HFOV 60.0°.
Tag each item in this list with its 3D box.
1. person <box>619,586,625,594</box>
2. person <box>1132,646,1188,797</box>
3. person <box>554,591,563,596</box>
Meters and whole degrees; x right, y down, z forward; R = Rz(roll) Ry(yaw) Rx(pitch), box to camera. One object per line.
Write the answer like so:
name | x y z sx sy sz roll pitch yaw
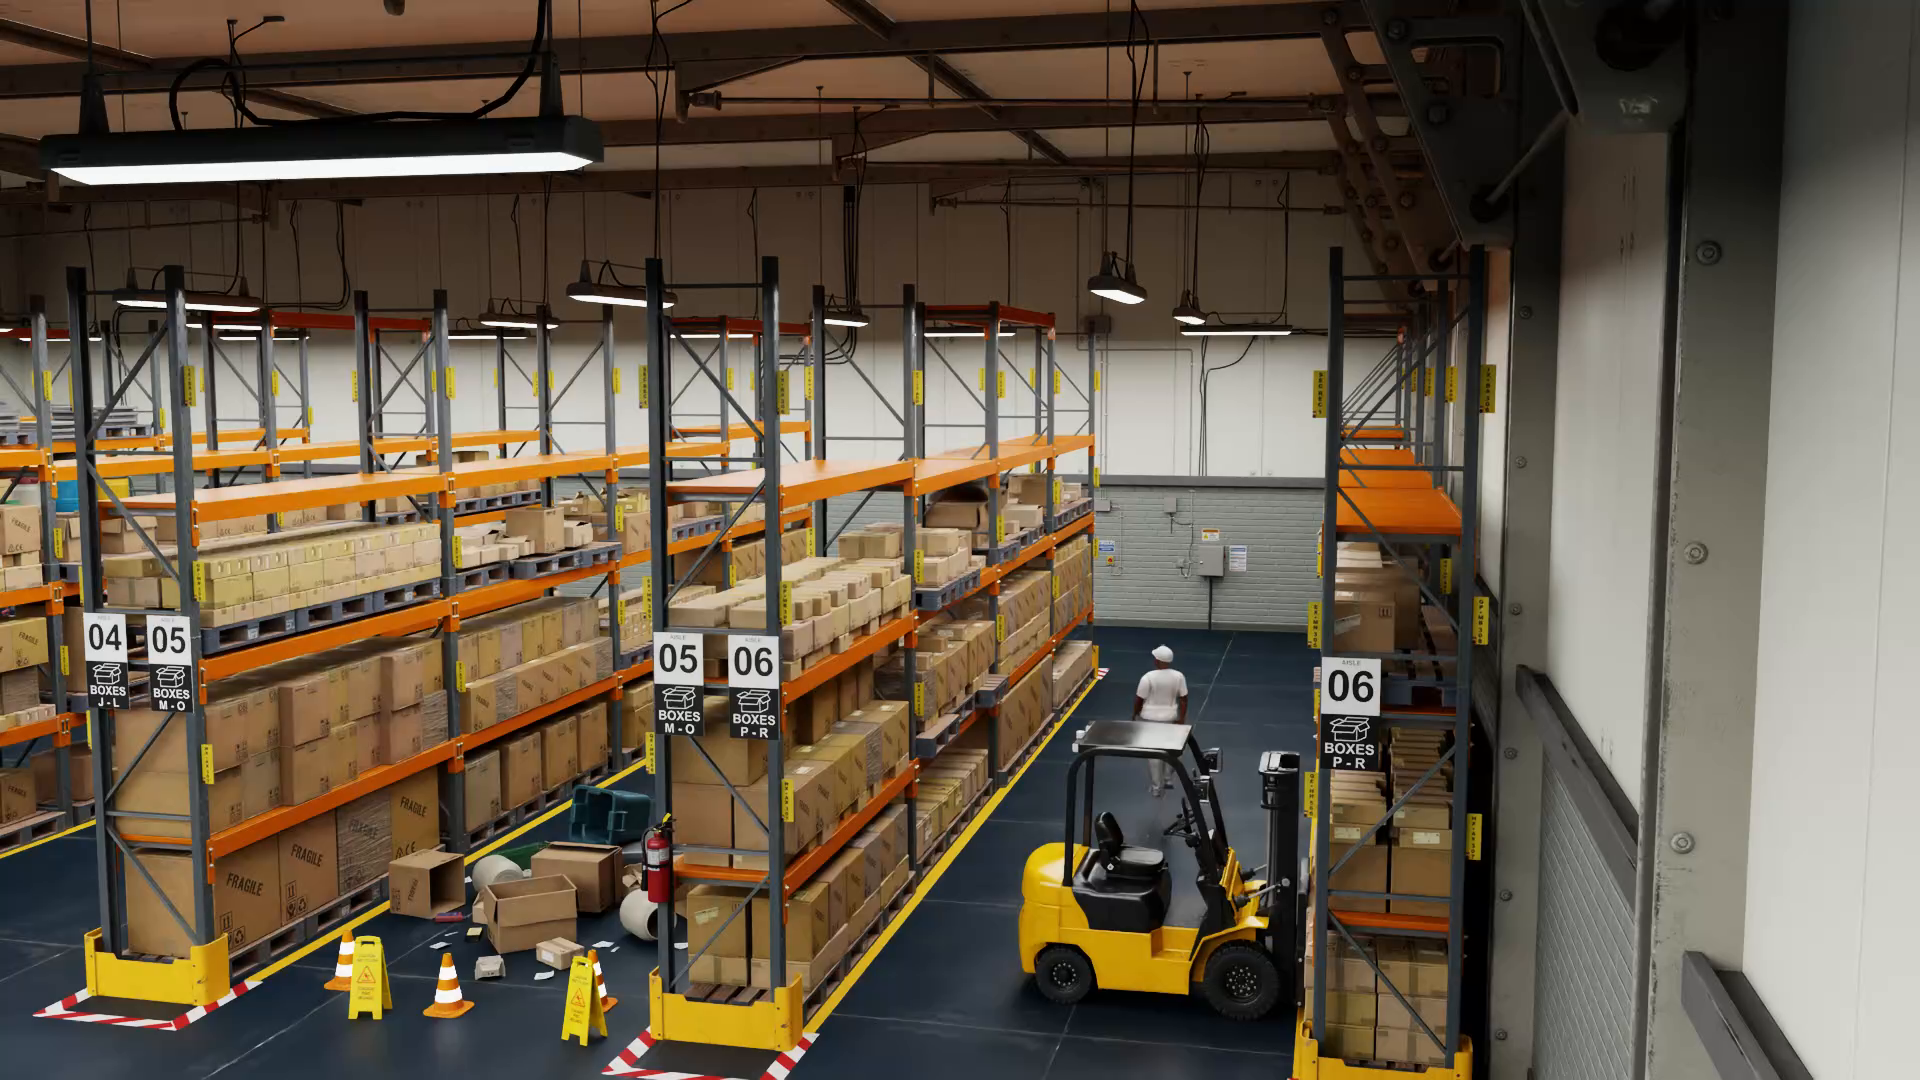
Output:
person | -5.616 1.568 27.344 0.582 1.628 0.958 2 6 16
person | 2.338 2.111 19.485 0.639 1.794 0.692 0 6 4
person | -6.198 1.697 25.809 0.427 1.827 0.599 2 6 15
